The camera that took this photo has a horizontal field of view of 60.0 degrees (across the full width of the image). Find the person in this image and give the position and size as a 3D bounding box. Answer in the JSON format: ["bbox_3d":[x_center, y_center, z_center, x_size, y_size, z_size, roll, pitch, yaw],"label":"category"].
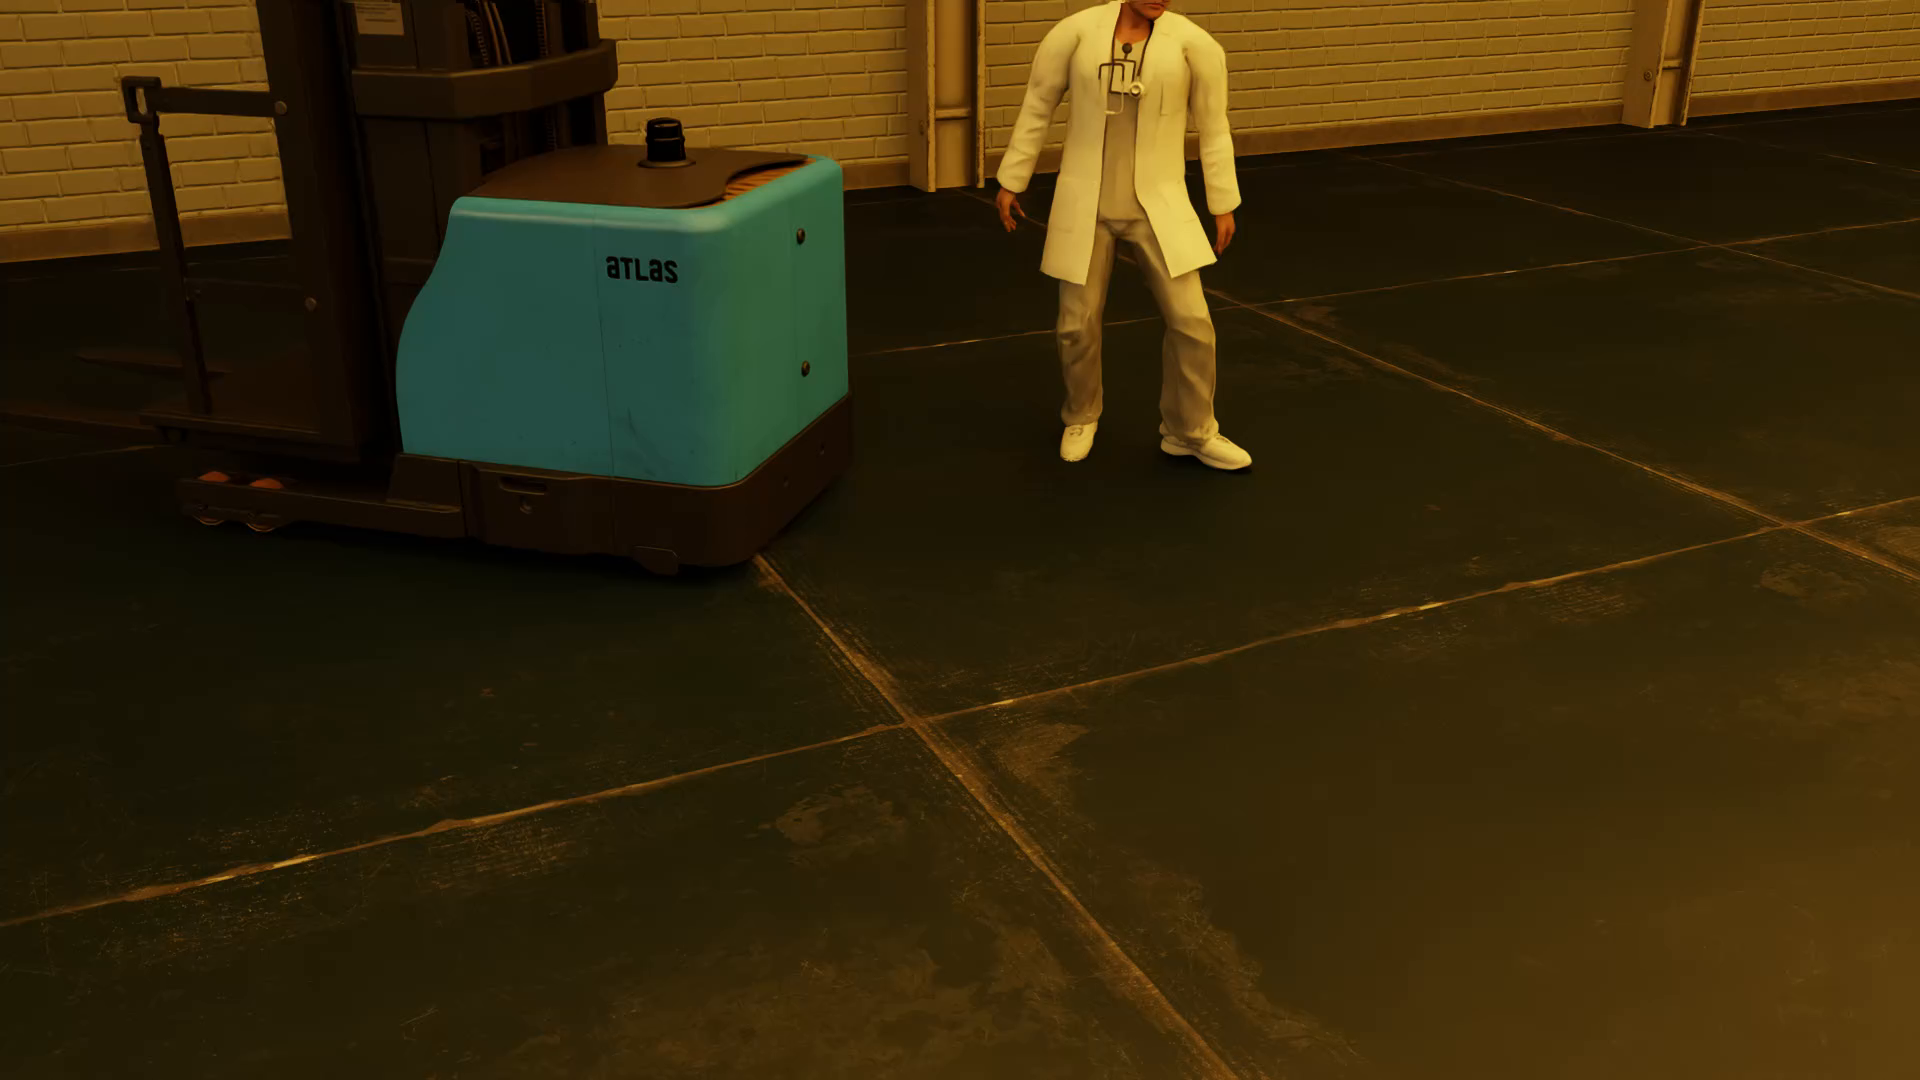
[{"bbox_3d":[0.564,-1.099,5.528,0.924,1.749,0.483,4,23,10],"label":"person"}]

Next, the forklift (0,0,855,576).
[{"bbox_3d":[-1.928,-1.562,5.045,3.031,2.935,1.130,7,23,16],"label":"forklift"}]
